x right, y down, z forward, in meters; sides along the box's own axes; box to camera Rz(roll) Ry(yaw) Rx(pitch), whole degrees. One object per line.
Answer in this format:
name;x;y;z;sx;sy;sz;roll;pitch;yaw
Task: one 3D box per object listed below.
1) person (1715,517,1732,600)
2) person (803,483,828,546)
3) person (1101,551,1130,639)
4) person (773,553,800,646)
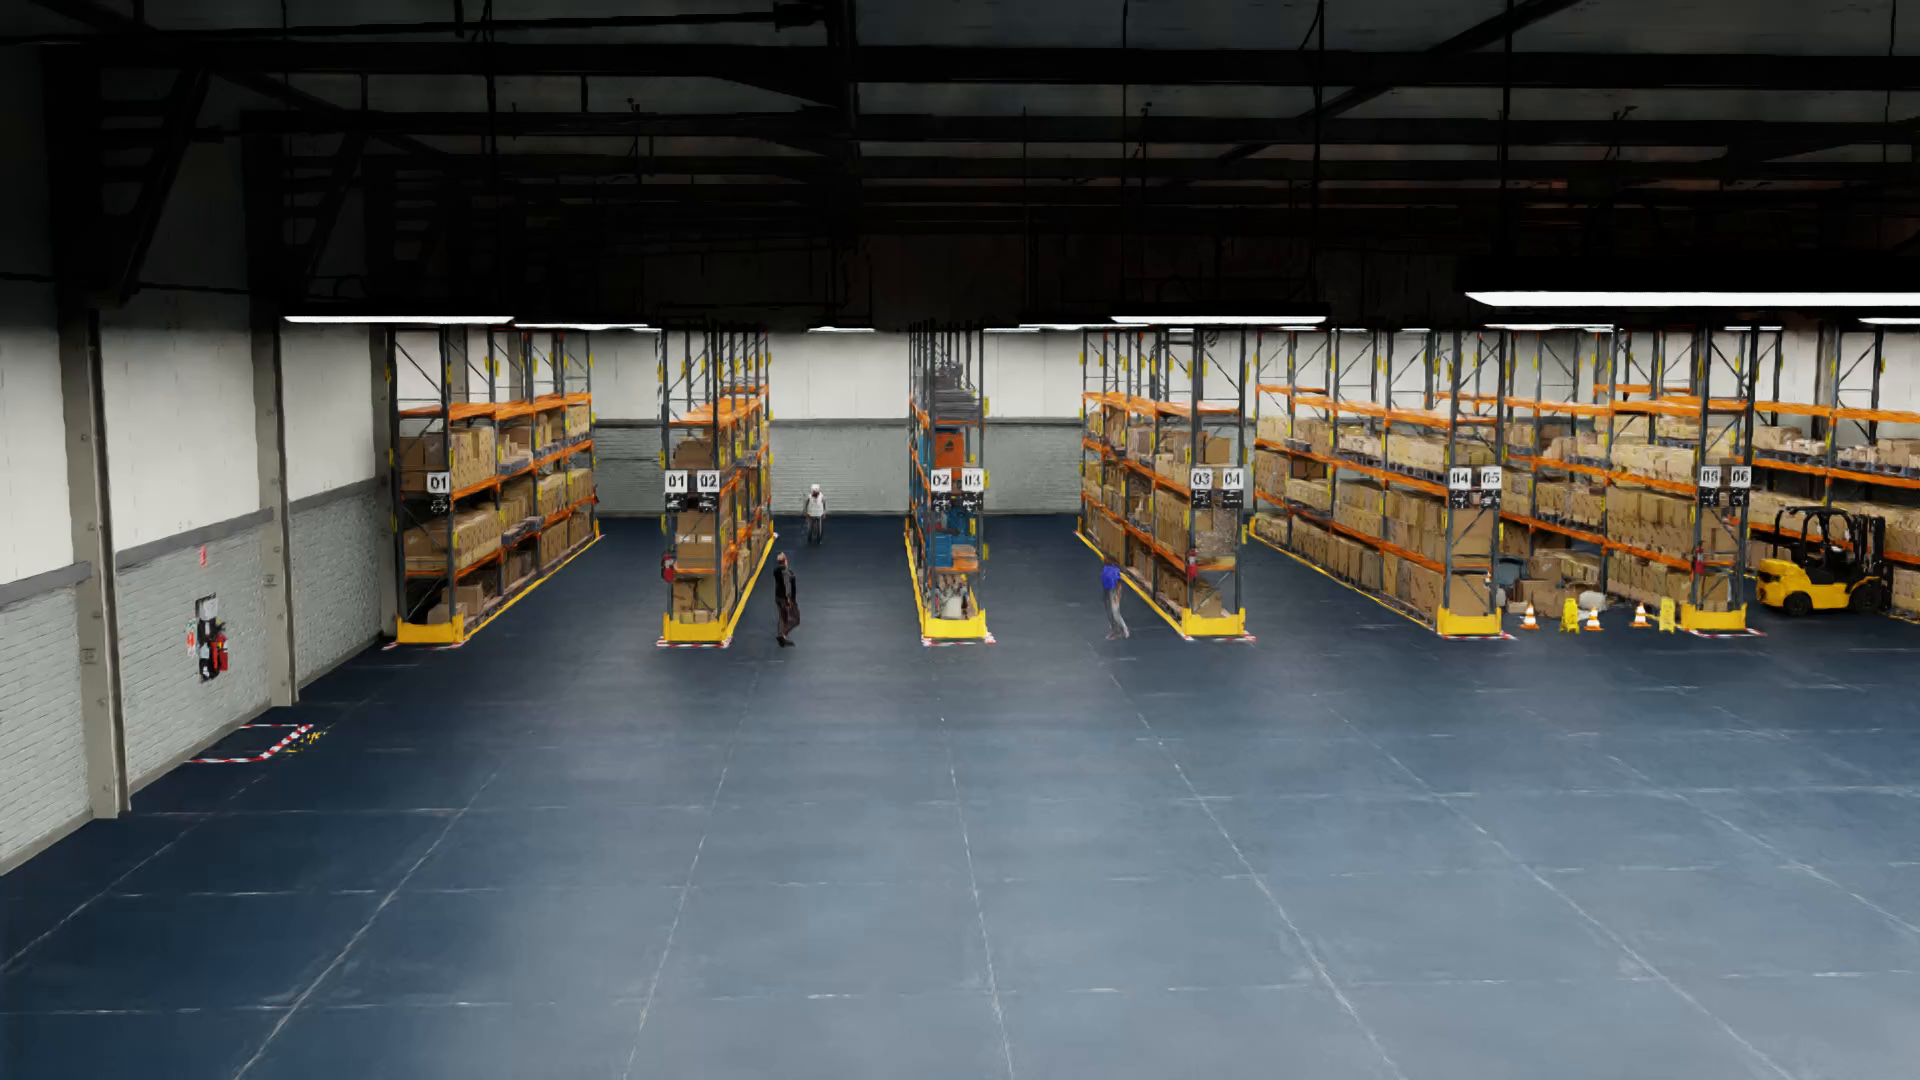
person;16.417;0.393;35.920;0.544;1.782;0.636;4;8;27
person;-3.917;-0.689;45.067;0.677;1.726;0.574;-1;7;-6
person;2.916;1.045;31.273;0.430;1.637;0.612;-5;9;-36
person;-3.229;1.097;30.589;0.444;1.719;0.569;-4;8;-31
